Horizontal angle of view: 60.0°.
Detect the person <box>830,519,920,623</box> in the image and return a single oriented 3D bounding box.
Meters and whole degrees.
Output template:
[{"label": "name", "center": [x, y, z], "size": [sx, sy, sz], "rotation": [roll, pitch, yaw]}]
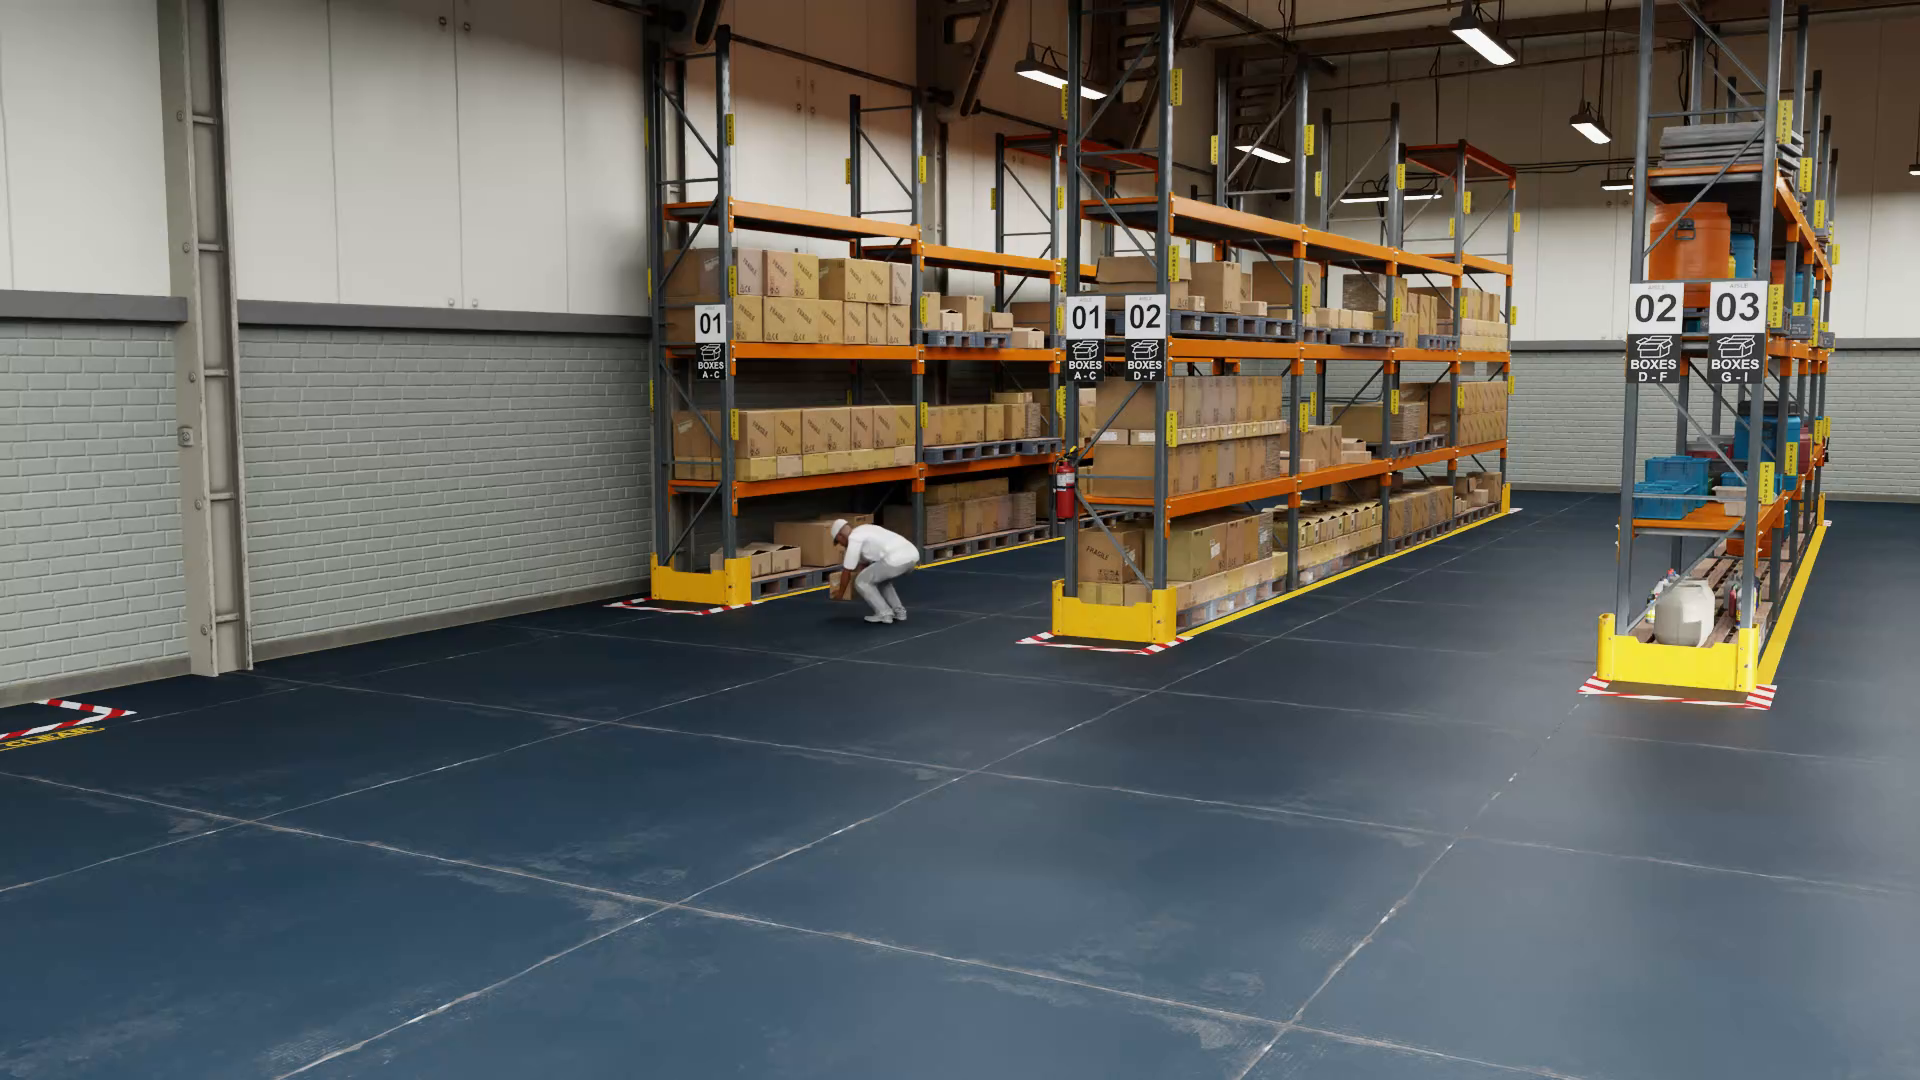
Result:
[{"label": "person", "center": [-0.882, 0.308, 16.747], "size": [0.940, 1.009, 0.527], "rotation": [3, 7, 27]}]
